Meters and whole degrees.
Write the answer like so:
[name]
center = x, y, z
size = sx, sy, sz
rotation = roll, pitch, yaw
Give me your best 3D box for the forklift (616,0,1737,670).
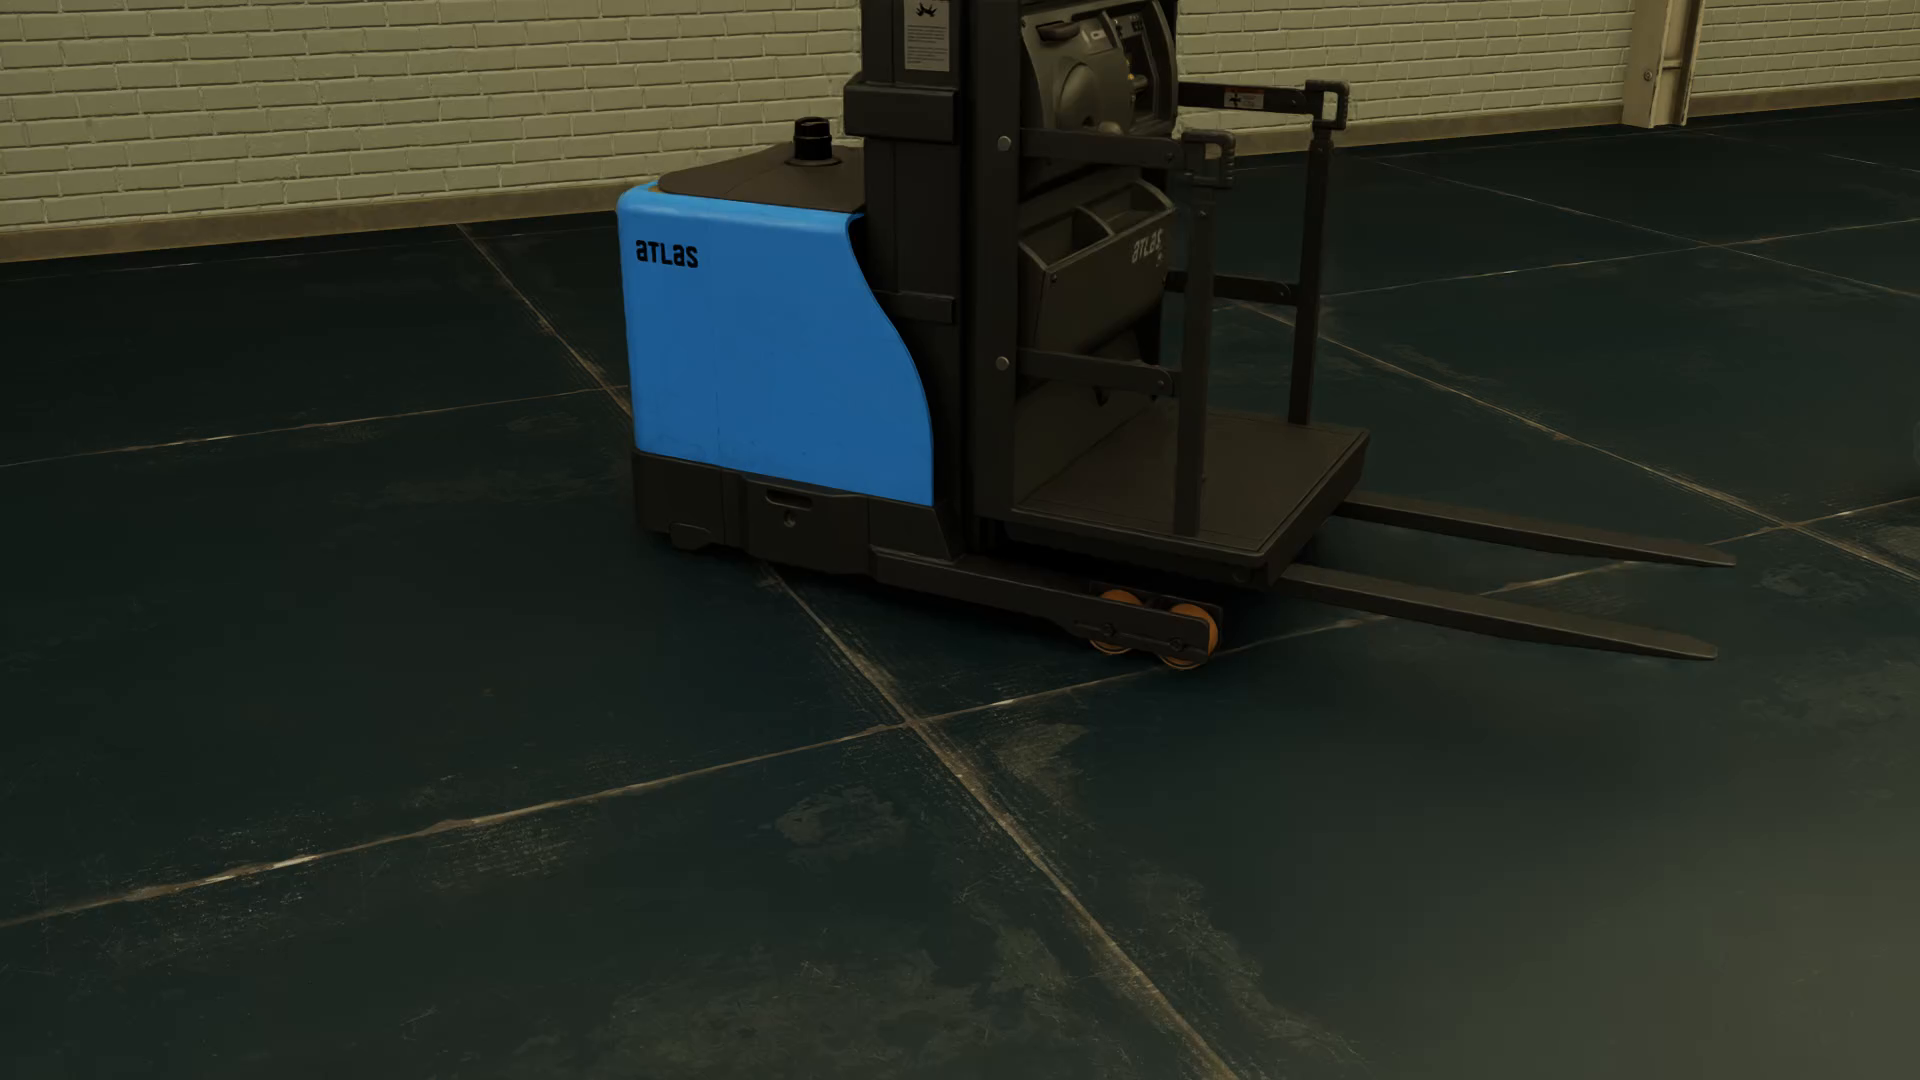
[forklift]
center = 0.560, -1.251, 4.297
size = 3.031, 2.935, 1.130
rotation = 11, 25, 25
